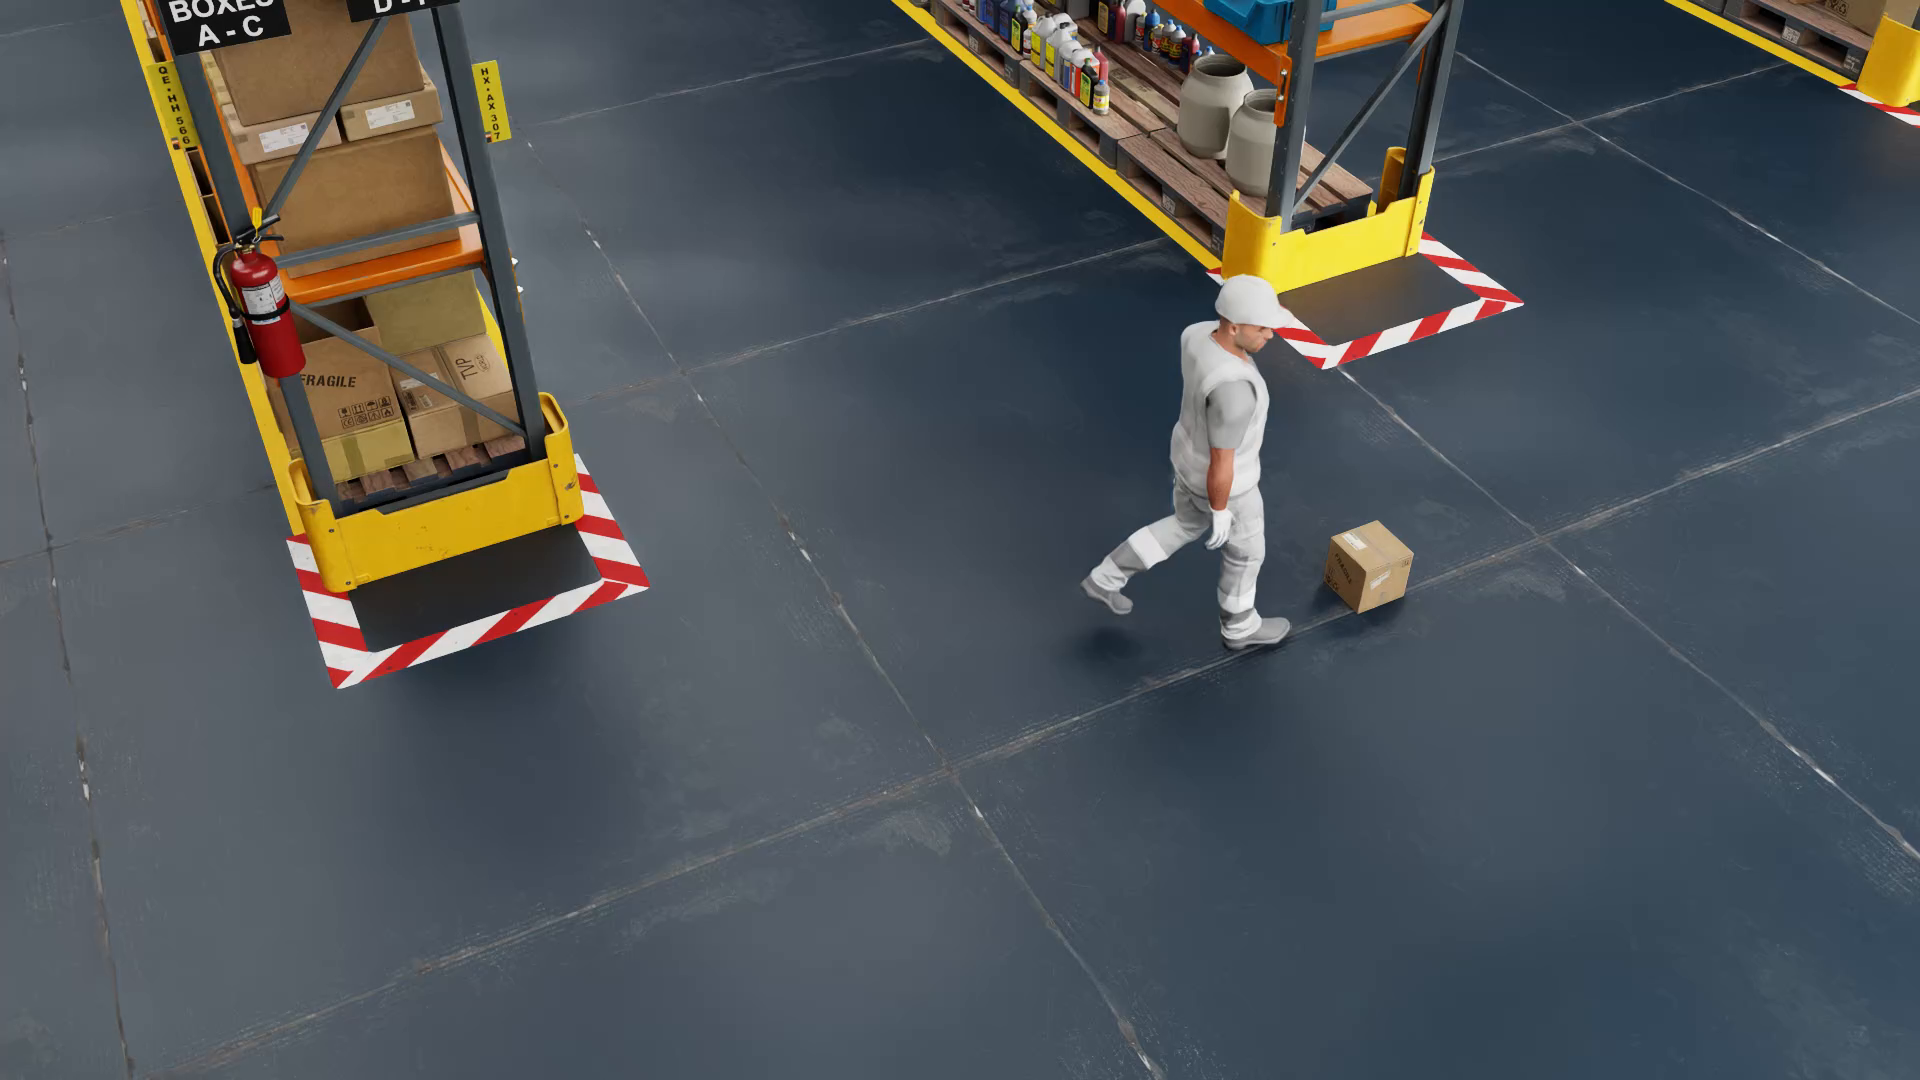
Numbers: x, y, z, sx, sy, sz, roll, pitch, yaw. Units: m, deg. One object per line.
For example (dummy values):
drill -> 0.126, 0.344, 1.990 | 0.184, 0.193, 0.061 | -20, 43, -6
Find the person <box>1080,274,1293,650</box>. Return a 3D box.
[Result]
person -> 0.953, -0.257, 6.435 | 0.873, 1.769, 0.557 | -9, 42, -10
